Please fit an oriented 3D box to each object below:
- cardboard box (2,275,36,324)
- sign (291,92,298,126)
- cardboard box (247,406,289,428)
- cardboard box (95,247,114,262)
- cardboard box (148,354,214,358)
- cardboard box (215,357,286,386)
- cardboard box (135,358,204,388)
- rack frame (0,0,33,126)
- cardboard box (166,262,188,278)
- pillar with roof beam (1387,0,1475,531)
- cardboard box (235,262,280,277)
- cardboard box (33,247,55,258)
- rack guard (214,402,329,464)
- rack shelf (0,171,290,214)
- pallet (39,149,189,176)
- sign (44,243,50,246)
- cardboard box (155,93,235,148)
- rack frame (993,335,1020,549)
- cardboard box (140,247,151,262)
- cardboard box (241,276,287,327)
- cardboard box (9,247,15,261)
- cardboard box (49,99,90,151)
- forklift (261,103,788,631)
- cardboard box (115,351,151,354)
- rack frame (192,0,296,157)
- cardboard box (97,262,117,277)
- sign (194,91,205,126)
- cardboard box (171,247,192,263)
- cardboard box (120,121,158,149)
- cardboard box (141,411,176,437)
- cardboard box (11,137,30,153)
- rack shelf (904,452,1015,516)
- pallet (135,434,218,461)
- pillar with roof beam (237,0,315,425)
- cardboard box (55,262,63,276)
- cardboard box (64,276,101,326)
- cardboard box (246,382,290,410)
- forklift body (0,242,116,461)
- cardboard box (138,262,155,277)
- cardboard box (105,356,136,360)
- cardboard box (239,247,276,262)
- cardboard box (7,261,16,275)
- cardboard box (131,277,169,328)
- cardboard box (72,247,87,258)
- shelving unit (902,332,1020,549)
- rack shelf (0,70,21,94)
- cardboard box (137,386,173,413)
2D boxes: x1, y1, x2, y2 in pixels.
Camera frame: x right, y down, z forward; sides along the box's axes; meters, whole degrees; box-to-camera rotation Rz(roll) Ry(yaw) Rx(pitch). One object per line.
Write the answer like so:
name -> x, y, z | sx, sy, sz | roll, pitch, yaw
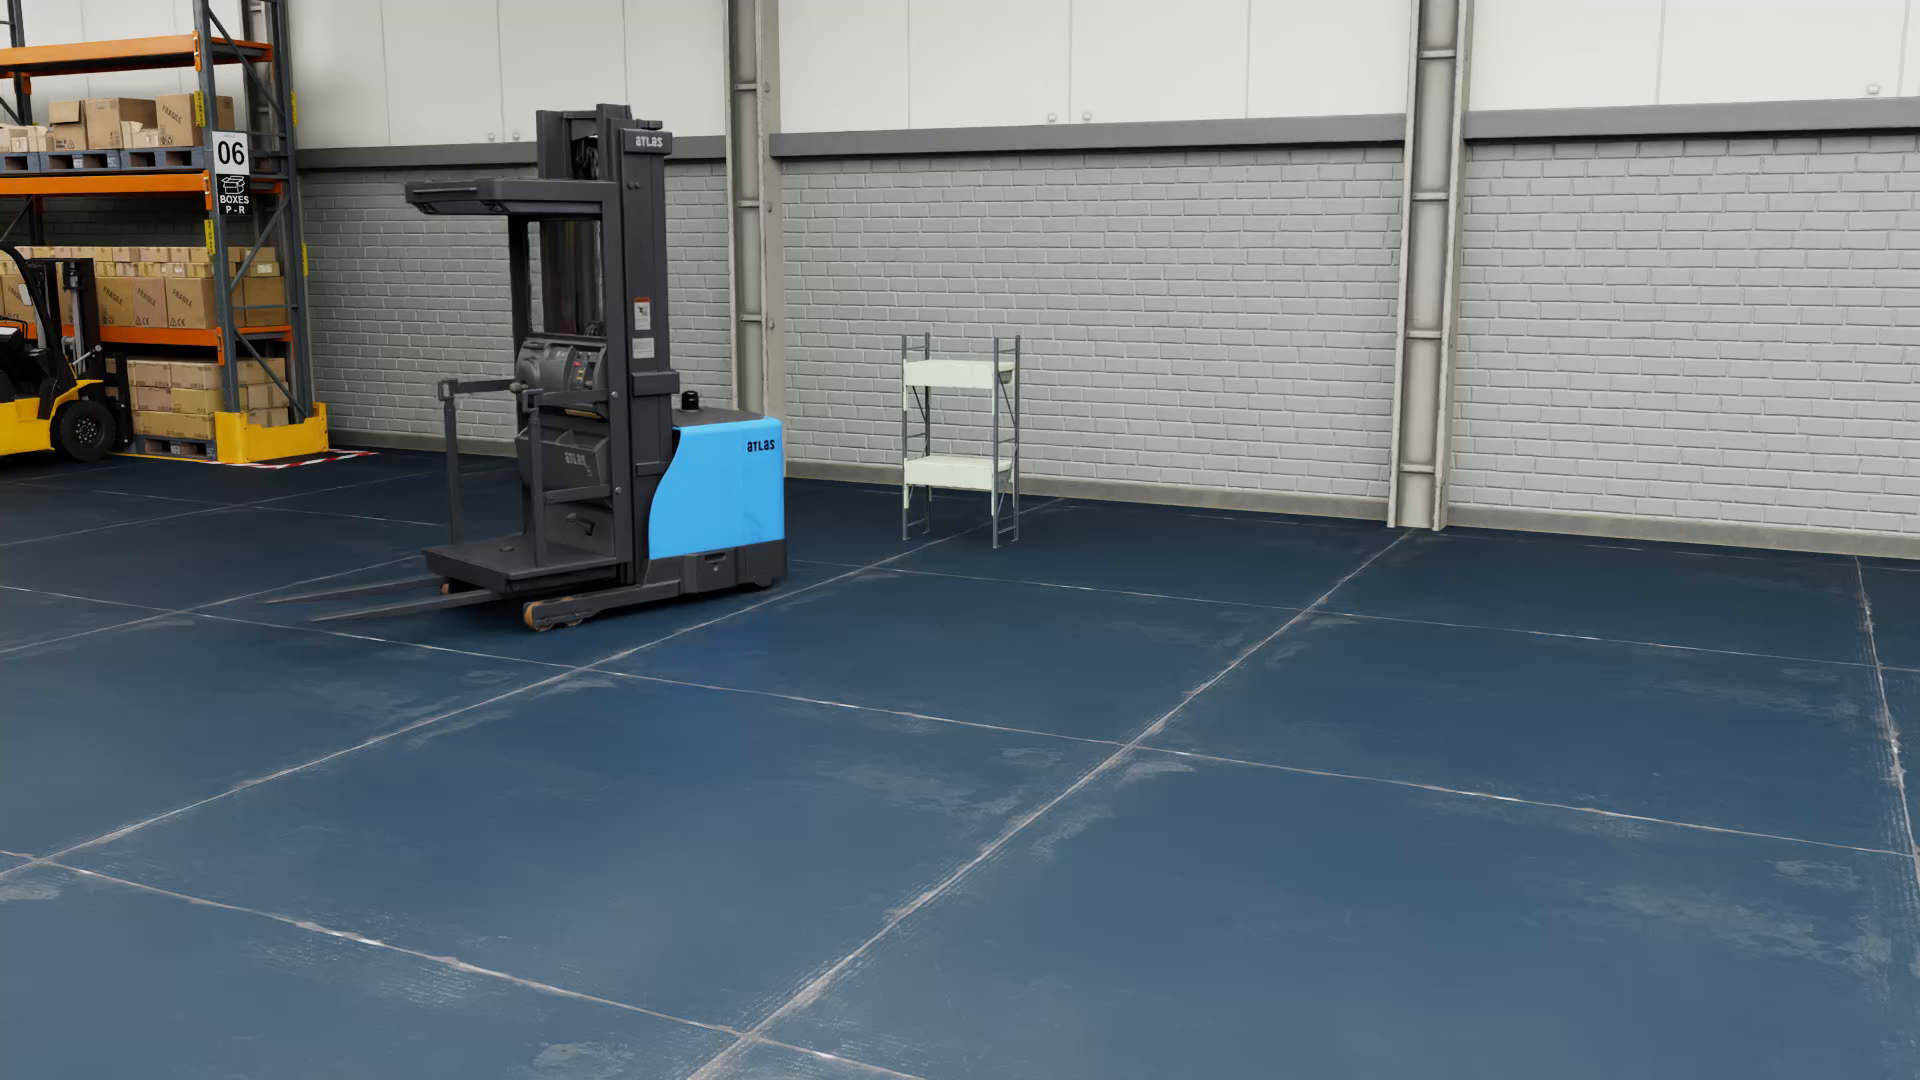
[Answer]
cardboard box -> -9.837, -2.582, 17.795 | 0.500, 0.500, 0.500 | 5, 12, 27
sign -> -6.756, -4.366, 16.833 | 0.005, 0.325, 0.100 | 5, 11, 26
cardboard box -> -7.361, -1.257, 17.292 | 0.500, 0.250, 0.500 | 5, 11, 26
cardboard box -> -8.610, -2.927, 17.042 | 0.250, 0.149, 0.380 | 5, 12, 27
cardboard box -> -8.248, -1.827, 17.635 | 0.500, 0.250, 0.500 | 5, 11, 25
cardboard box -> -7.354, -1.747, 17.193 | 0.500, 0.250, 0.500 | 5, 11, 25
cardboard box -> -8.018, -1.704, 16.959 | 0.500, 0.250, 0.500 | 5, 12, 27
rack frame -> -10.594, -5.600, 17.906 | 0.127, 3.000, 1.000 | 5, 11, 26
cardboard box -> -7.684, -2.699, 16.620 | 0.250, 0.149, 0.380 | 5, 12, 27
pillar with roof beam -> 1.624, -3.851, 8.239 | 0.400, 9.000, 9.100 | 5, 11, 26
cardboard box -> -7.196, -2.770, 17.008 | 0.250, 0.149, 0.380 | 5, 11, 24
cardboard box -> -9.502, -3.013, 17.517 | 0.250, 0.149, 0.380 | 5, 11, 25
rack guard -> -6.985, -1.101, 16.911 | 0.348, 0.500, 1.175 | 5, 11, 26
rack shelf -> -8.801, -3.613, 17.366 | 4.000, 0.370, 1.077 | 5, 11, 26
pallet -> -8.728, -3.921, 17.300 | 1.213, 0.211, 1.003 | 5, 11, 26
sign -> -10.350, -3.202, 18.846 | 0.005, 0.325, 0.100 | 5, 11, 26
cardboard box -> -7.512, -4.110, 16.354 | 0.500, 0.500, 0.500 | 5, 12, 28
rack frame -> 0.334, -0.709, 11.934 | 0.023, 1.500, 0.400 | 5, 11, 26
cardboard box -> -8.093, -2.905, 16.919 | 0.250, 0.149, 0.380 | 5, 11, 26
cardboard box -> -7.328, -2.466, 17.150 | 0.500, 0.500, 0.500 | 5, 12, 28
cardboard box -> -9.932, -3.066, 17.809 | 0.250, 0.149, 0.380 | 5, 11, 25
cardboard box -> -8.894, -4.261, 17.176 | 0.637, 0.503, 0.797 | 5, 12, 28
forklift -> -2.512, -1.031, 9.695 | 3.031, 2.935, 1.130 | -10, 14, -43
cardboard box -> -9.159, -1.906, 18.075 | 0.500, 0.250, 0.500 | 5, 11, 26
rack frame -> -7.007, -5.285, 16.164 | 0.127, 3.000, 1.000 | 5, 11, 26
cardboard box -> -8.603, -2.781, 17.072 | 0.250, 0.149, 0.380 | 5, 11, 26
sign -> -7.260, -4.120, 15.887 | 0.005, 0.325, 0.100 | 5, 11, 26
cardboard box -> -7.656, -2.857, 16.655 | 0.250, 0.149, 0.380 | 5, 11, 26
cardboard box -> -8.112, -4.036, 16.600 | 0.258, 0.266, 0.396 | 5, 11, 26
cardboard box -> -8.010, -1.214, 17.056 | 0.500, 0.250, 0.500 | 5, 11, 26
cardboard box -> -9.637, -4.112, 17.351 | 0.250, 0.149, 0.380 | 5, 12, 28
rack shelf -> 0.006, -0.417, 12.152 | 0.720, 0.370, 0.431 | 5, 11, 26
pallet -> -7.711, -1.015, 17.243 | 1.213, 0.211, 1.003 | 5, 11, 26
pillar with roof beam -> -9.137, -4.796, 13.464 | 0.400, 9.000, 9.100 | 5, 11, 26
cardboard box -> -9.290, -2.844, 17.420 | 0.250, 0.149, 0.380 | 5, 11, 24
cardboard box -> -8.941, -2.500, 17.338 | 0.500, 0.500, 0.500 | 5, 11, 26
cardboard box -> -7.337, -1.503, 17.249 | 0.500, 0.250, 0.500 | 5, 12, 27
forklift body -> -9.515, -1.773, 15.990 | 1.214, 2.155, 2.313 | 5, 11, 26
cardboard box -> -8.107, -2.751, 16.905 | 0.250, 0.149, 0.380 | 5, 11, 25
cardboard box -> -8.926, -1.784, 17.397 | 0.500, 0.250, 0.500 | 5, 11, 25
cardboard box -> -7.214, -2.908, 16.940 | 0.250, 0.149, 0.380 | 5, 11, 25
cardboard box -> -9.946, -2.913, 17.802 | 0.250, 0.149, 0.380 | 5, 11, 26
cardboard box -> -8.026, -2.421, 16.906 | 0.500, 0.500, 0.500 | 5, 12, 28
cardboard box -> -9.018, -2.985, 17.362 | 0.250, 0.149, 0.380 | 5, 11, 26
shelving unit -> 0.006, -0.737, 12.094 | 0.755, 1.500, 0.431 | 5, 11, 26
rack shelf -> -12.388, -5.207, 18.876 | 4.000, 0.370, 1.077 | 5, 11, 26
cardboard box -> -8.027, -1.462, 17.025 | 0.500, 0.250, 0.500 | 5, 11, 25
